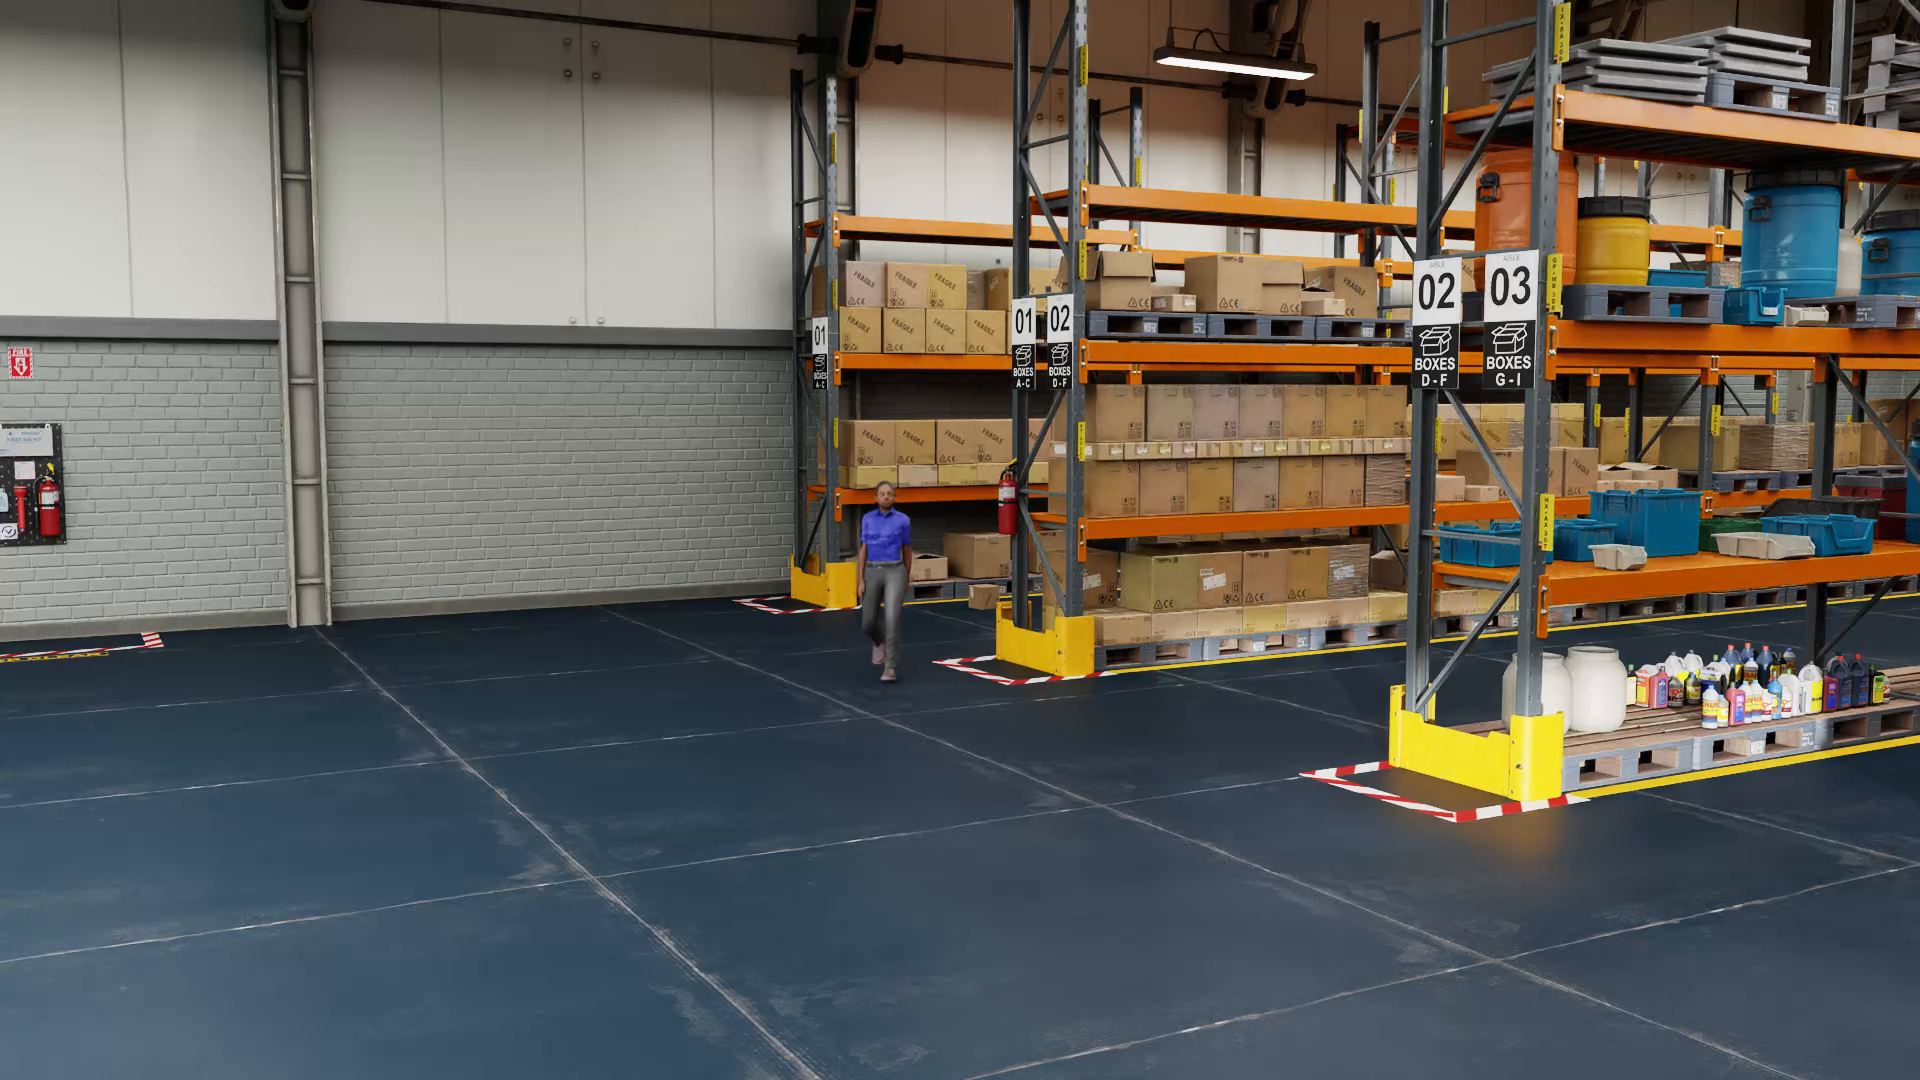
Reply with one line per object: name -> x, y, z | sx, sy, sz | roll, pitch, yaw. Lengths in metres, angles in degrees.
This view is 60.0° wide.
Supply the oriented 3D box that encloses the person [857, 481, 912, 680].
person -> -0.625, 0.329, 13.873 | 0.435, 1.602, 0.737 | 1, 5, 7
